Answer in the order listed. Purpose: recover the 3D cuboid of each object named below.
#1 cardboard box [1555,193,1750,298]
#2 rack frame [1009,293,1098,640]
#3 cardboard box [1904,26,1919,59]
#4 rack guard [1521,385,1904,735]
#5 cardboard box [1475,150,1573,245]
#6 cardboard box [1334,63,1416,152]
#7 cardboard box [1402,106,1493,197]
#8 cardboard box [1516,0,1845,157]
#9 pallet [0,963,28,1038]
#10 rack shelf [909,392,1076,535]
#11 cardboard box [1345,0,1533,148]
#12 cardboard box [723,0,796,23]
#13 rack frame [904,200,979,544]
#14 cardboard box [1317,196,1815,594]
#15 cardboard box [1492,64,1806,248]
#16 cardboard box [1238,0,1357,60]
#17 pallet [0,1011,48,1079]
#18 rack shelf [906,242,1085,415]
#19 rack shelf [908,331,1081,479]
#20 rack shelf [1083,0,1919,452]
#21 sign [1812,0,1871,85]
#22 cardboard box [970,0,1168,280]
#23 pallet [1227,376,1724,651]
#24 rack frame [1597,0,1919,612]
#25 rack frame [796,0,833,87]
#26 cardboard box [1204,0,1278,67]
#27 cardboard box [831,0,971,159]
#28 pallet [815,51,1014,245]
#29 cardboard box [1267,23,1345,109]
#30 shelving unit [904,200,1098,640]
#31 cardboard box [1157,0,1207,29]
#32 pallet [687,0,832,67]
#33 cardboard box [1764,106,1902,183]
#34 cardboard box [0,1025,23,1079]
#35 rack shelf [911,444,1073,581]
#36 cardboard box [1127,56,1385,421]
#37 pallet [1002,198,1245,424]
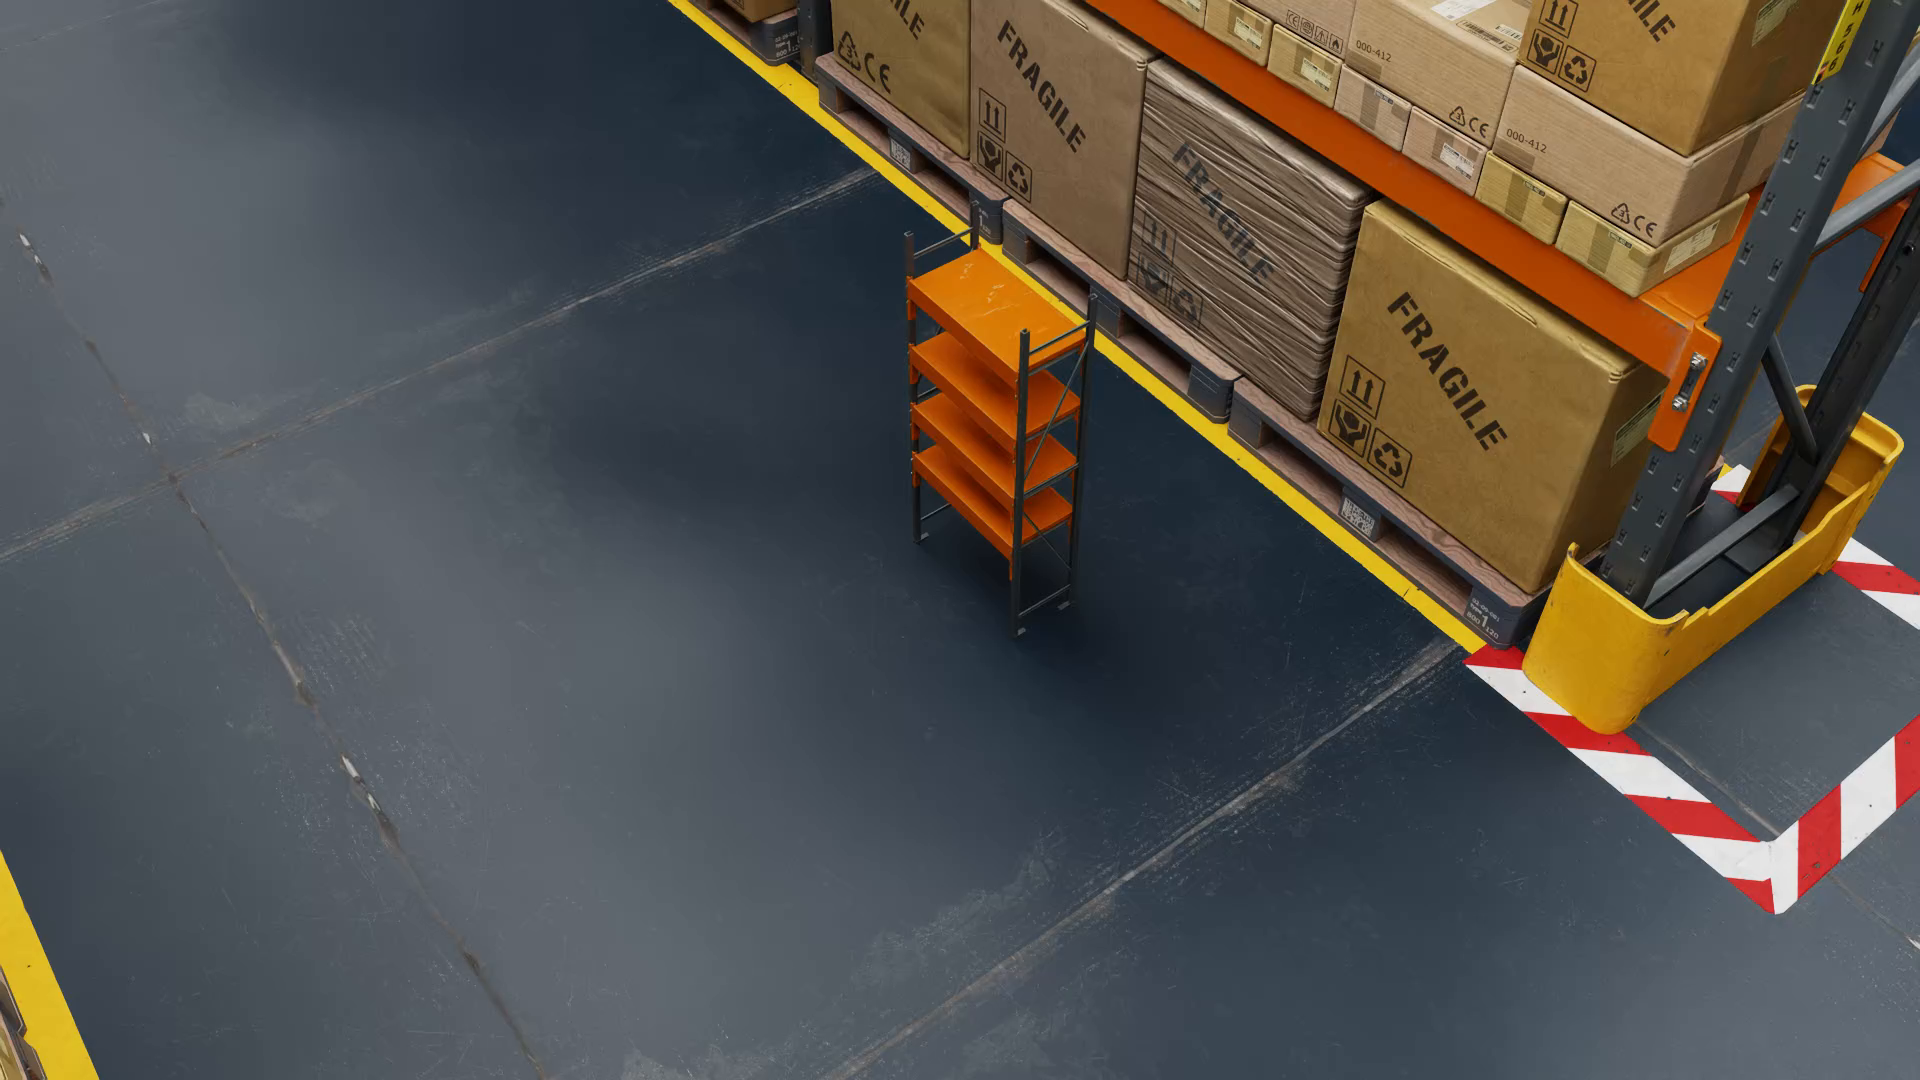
[{"bbox_3d":[1.708,-0.786,4.108,0.380,0.149,0.250,-28,54,-23],"label":"cardboard box"},{"bbox_3d":[0.248,-0.162,4.587,0.240,1.200,0.015,-29,54,-24],"label":"rack frame"},{"bbox_3d":[2.110,-1.262,4.270,0.500,0.250,0.500,-31,55,-25],"label":"cardboard box"},{"bbox_3d":[2.200,0.045,4.872,1.175,0.500,0.348,-29,54,-24],"label":"rack guard"},{"bbox_3d":[1.549,-0.939,4.246,0.380,0.149,0.250,-29,54,-24],"label":"cardboard box"},{"bbox_3d":[1.247,-1.236,4.515,0.380,0.149,0.250,-29,54,-23],"label":"cardboard box"},{"bbox_3d":[1.397,-1.088,4.381,0.380,0.149,0.250,-29,54,-24],"label":"cardboard box"},{"bbox_3d":[1.681,-1.279,3.779,0.500,0.500,0.500,-29,54,-24],"label":"cardboard box"},{"bbox_3d":[-3.067,1.035,4.169,1.003,0.211,1.213,-29,54,-24],"label":"pallet"},{"bbox_3d":[0.100,-0.260,4.767,0.258,0.148,0.480,-29,54,-24],"label":"rack shelf"},{"bbox_3d":[1.374,-1.324,4.326,0.500,0.250,0.500,-30,55,-25],"label":"cardboard box"},{"bbox_3d":[-0.640,-2.963,7.062,1.225,0.875,0.875,-29,54,-24],"label":"cardboard box"},{"bbox_3d":[-0.048,-0.449,4.847,0.240,1.200,0.015,-29,54,-24],"label":"rack frame"},{"bbox_3d":[1.734,-0.577,4.899,0.875,0.875,0.875,-29,54,-24],"label":"cardboard box"},{"bbox_3d":[1.681,-1.025,4.055,0.500,0.250,0.500,-30,55,-25],"label":"cardboard box"},{"bbox_3d":[1.066,-1.624,4.598,0.500,0.250,0.500,-31,55,-25],"label":"cardboard box"},{"bbox_3d":[-2.333,1.754,3.518,1.003,0.211,1.213,-29,54,-24],"label":"pallet"},{"bbox_3d":[0.100,-0.569,4.426,0.258,0.148,0.480,-29,54,-24],"label":"rack shelf"},{"bbox_3d":[0.100,-0.410,4.601,0.258,0.148,0.480,-29,54,-24],"label":"rack shelf"},{"bbox_3d":[0.975,-1.746,5.294,1.077,0.370,4.000,-29,54,-24],"label":"rack shelf"},{"bbox_3d":[1.745,-1.042,3.228,0.100,0.325,0.005,-29,54,-24],"label":"sign"},{"bbox_3d":[0.645,-1.639,5.862,0.875,0.875,0.875,-29,54,-24],"label":"cardboard box"},{"bbox_3d":[1.639,-0.308,5.387,1.003,0.211,1.213,-29,54,-24],"label":"pallet"},{"bbox_3d":[2.186,-0.808,3.958,1.000,3.000,0.127,-29,54,-24],"label":"rack frame"},{"bbox_3d":[-0.236,-3.167,6.096,1.000,3.000,0.127,-29,54,-24],"label":"rack frame"},{"bbox_3d":[0.931,-1.541,4.792,0.380,0.149,0.250,-29,54,-24],"label":"cardboard box"},{"bbox_3d":[0.100,-2.169,6.343,0.875,0.875,0.875,-29,54,-24],"label":"cardboard box"},{"bbox_3d":[0.162,-1.747,6.691,1.003,0.211,1.213,-29,54,-24],"label":"pallet"},{"bbox_3d":[1.088,-1.388,4.653,0.380,0.149,0.250,-31,55,-25],"label":"cardboard box"},{"bbox_3d":[0.100,-0.305,4.717,0.258,1.200,0.503,-29,54,-24],"label":"shelving unit"},{"bbox_3d":[0.783,-1.688,4.925,0.380,0.149,0.250,-28,54,-23],"label":"cardboard box"},{"bbox_3d":[-0.763,-2.652,7.511,1.003,0.211,1.213,-29,54,-24],"label":"pallet"},{"bbox_3d":[2.233,-1.081,4.375,0.380,0.149,0.250,-29,54,-24],"label":"cardboard box"},{"bbox_3d":[-2.333,1.260,3.724,0.380,0.149,0.250,-29,54,-24],"label":"cardboard box"},{"bbox_3d":[0.100,-0.127,4.914,0.258,0.148,0.480,-29,54,-24],"label":"rack shelf"},{"bbox_3d":[1.183,-1.114,5.386,0.875,0.875,0.875,-29,54,-24],"label":"cardboard box"},{"bbox_3d":[0.905,-1.027,6.039,1.003,0.211,1.213,-29,54,-24],"label":"pallet"}]
